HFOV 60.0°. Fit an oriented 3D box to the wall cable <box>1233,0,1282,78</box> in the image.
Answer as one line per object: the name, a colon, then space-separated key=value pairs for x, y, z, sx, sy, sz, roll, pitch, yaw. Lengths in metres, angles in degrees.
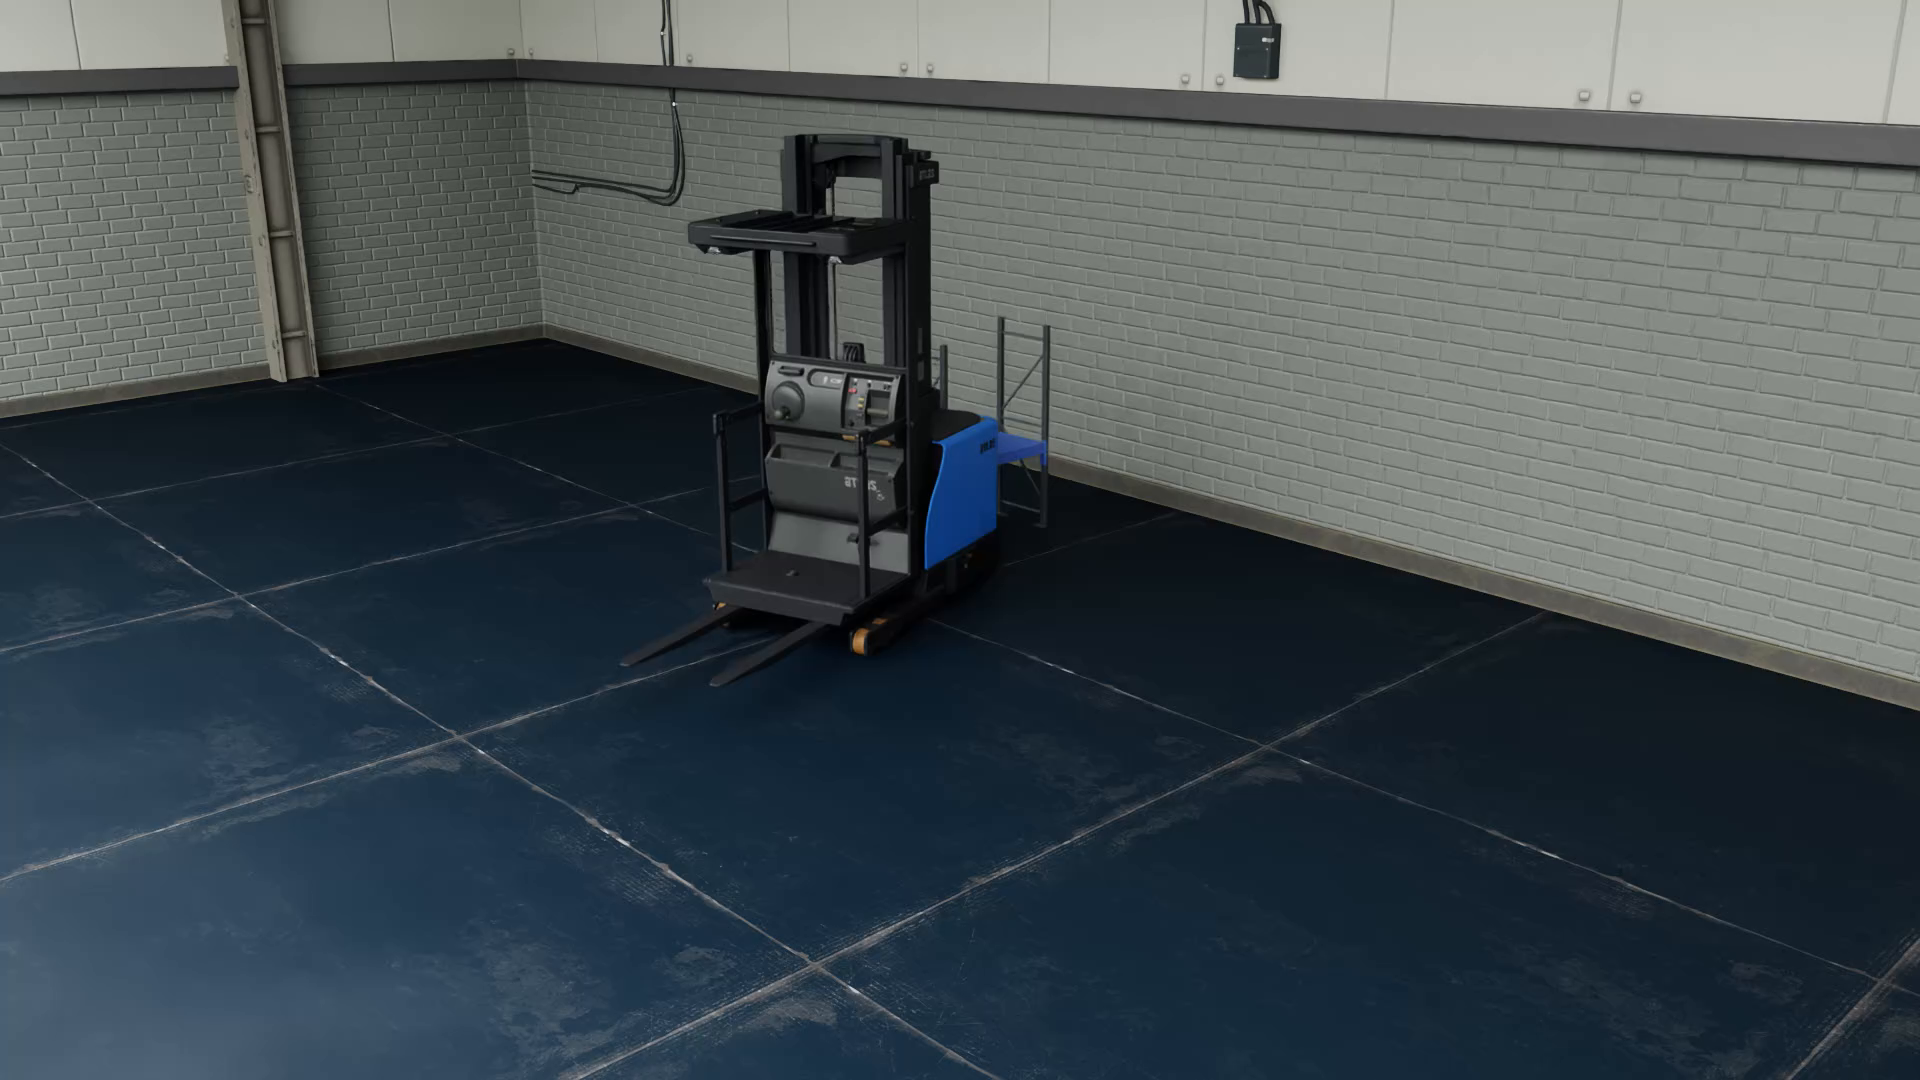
wall cable: x=2.689 y=-5.779 z=9.704 sx=0.169 sy=6.003 sz=2.305 roll=-16 pitch=24 yaw=-41

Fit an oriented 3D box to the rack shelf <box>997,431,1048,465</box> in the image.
rack shelf: x=0.095 y=-0.584 z=11.936 sx=1.000 sy=0.185 sz=0.538 roll=-17 pitch=24 yaw=-42

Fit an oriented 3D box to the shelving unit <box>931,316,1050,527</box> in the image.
shelving unit: x=0.095 y=-0.755 z=11.880 sx=1.048 sy=1.500 sz=0.538 roll=-17 pitch=24 yaw=-42

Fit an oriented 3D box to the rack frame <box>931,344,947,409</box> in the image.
rack frame: x=-0.270 y=-0.645 z=11.543 sx=0.032 sy=1.500 sz=0.500 roll=-17 pitch=24 yaw=-42

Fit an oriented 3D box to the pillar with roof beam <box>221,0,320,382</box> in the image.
pillar with roof beam: x=-3.913 y=-4.999 z=12.813 sx=0.400 sy=9.000 sz=9.100 roll=-16 pitch=24 yaw=-41

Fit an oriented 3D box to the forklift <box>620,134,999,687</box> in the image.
forklift: x=-0.872 y=-0.864 z=9.896 sx=1.130 sy=2.935 sz=3.031 roll=9 pitch=20 yaw=27

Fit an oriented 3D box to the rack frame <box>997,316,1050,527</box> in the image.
rack frame: x=0.459 y=-0.864 z=12.218 sx=0.032 sy=1.500 sz=0.500 roll=-17 pitch=24 yaw=-42

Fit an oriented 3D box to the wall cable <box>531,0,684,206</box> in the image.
wall cable: x=-3.821 y=-4.815 z=17.279 sx=0.112 sy=2.526 sz=3.097 roll=-16 pitch=24 yaw=-41
